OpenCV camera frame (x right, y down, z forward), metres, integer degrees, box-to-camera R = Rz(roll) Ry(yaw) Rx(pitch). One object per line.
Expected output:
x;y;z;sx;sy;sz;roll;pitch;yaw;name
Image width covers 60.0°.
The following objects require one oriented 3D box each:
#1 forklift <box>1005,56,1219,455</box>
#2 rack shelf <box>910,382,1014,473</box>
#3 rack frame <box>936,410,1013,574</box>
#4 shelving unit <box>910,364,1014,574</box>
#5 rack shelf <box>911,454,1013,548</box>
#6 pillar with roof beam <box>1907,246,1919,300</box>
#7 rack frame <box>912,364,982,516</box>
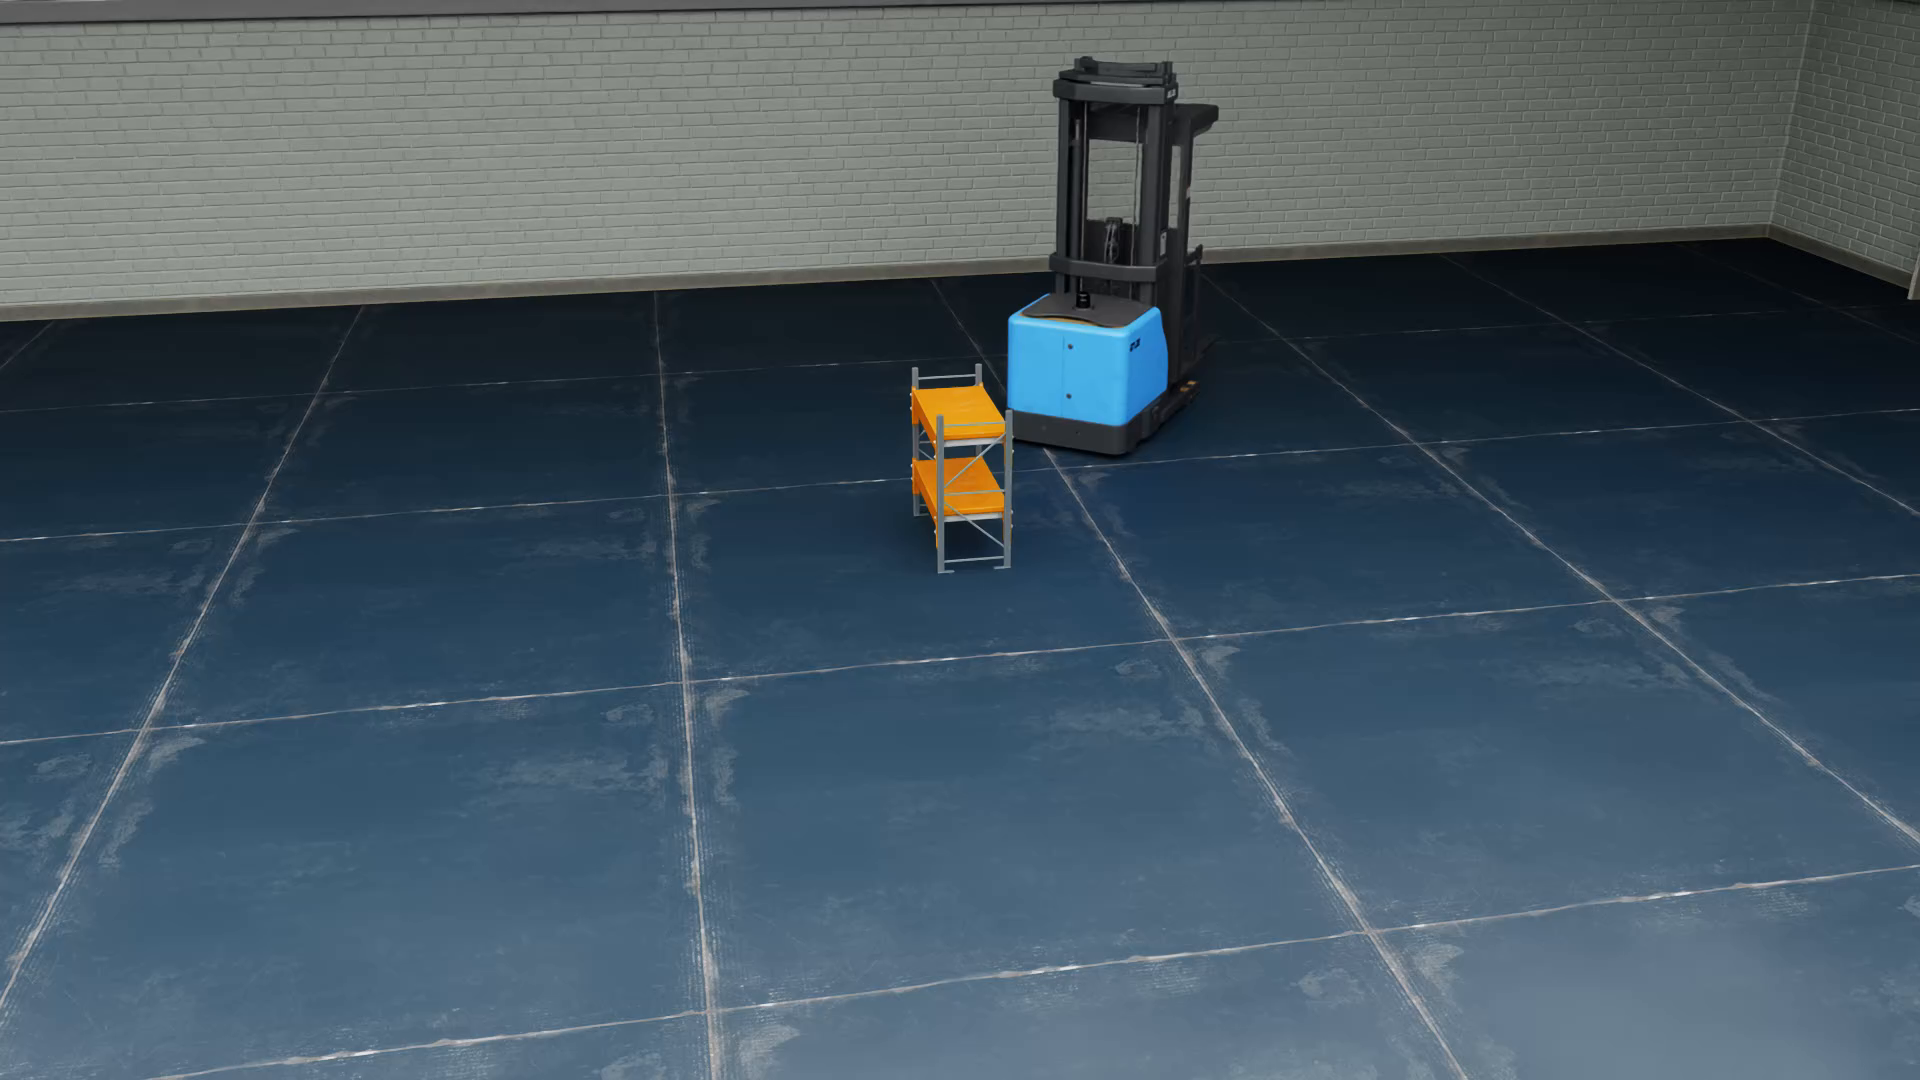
1.461;-2.571;13.974;1.130;2.935;3.031;11;26;23;forklift
0.001;-0.781;11.402;0.538;0.278;1.000;-4;24;-10;rack shelf
0.095;-0.313;11.061;0.500;1.125;0.032;-4;24;-10;rack frame
0.001;-0.513;11.519;0.538;1.125;1.048;-4;24;-10;shelving unit
0.001;-0.289;11.617;0.538;0.278;1.000;-4;24;-10;rack shelf
5.986;-6.300;14.931;9.100;9.000;0.400;-4;24;-10;pillar with roof beam
-0.093;-0.713;11.977;0.500;1.125;0.032;-4;24;-10;rack frame
